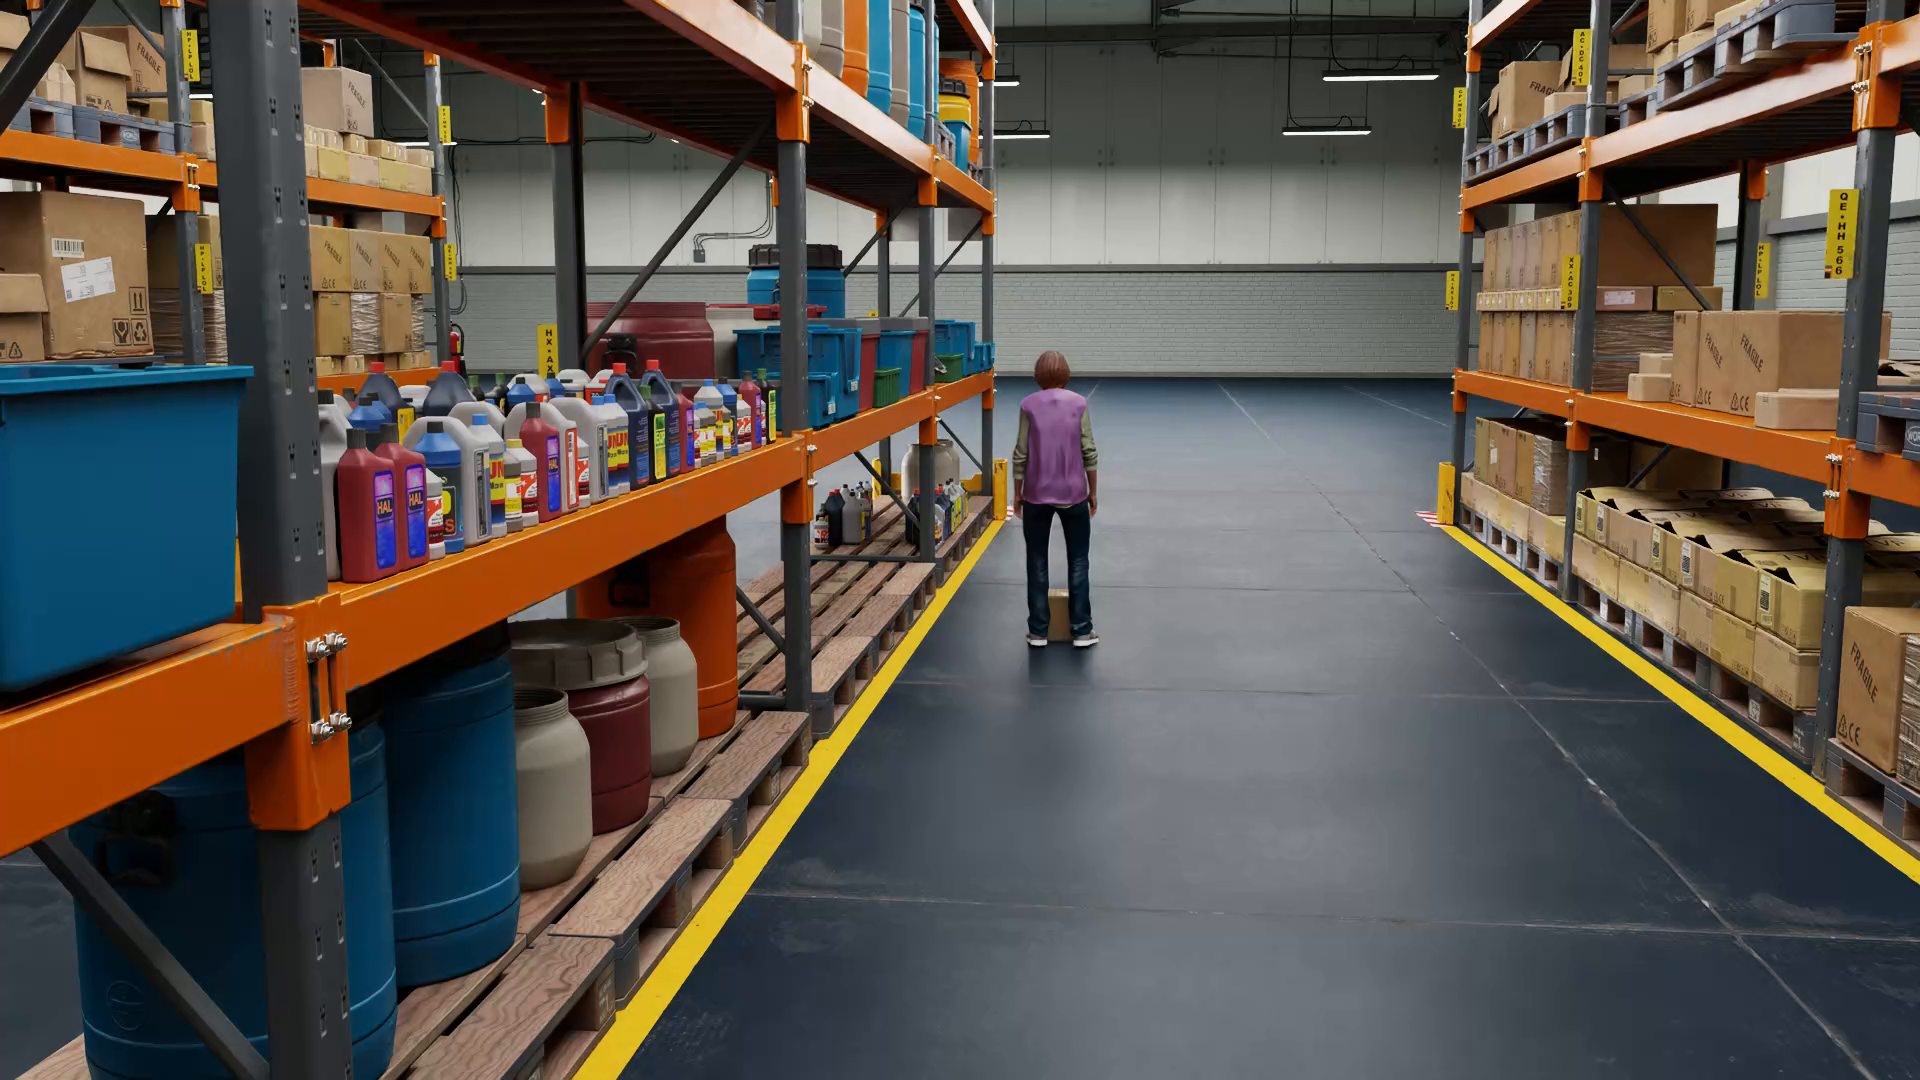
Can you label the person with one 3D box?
[{"bbox_3d":[0.515,-0.216,8.930,0.477,1.591,0.345,0,8,3],"label":"person"}]
